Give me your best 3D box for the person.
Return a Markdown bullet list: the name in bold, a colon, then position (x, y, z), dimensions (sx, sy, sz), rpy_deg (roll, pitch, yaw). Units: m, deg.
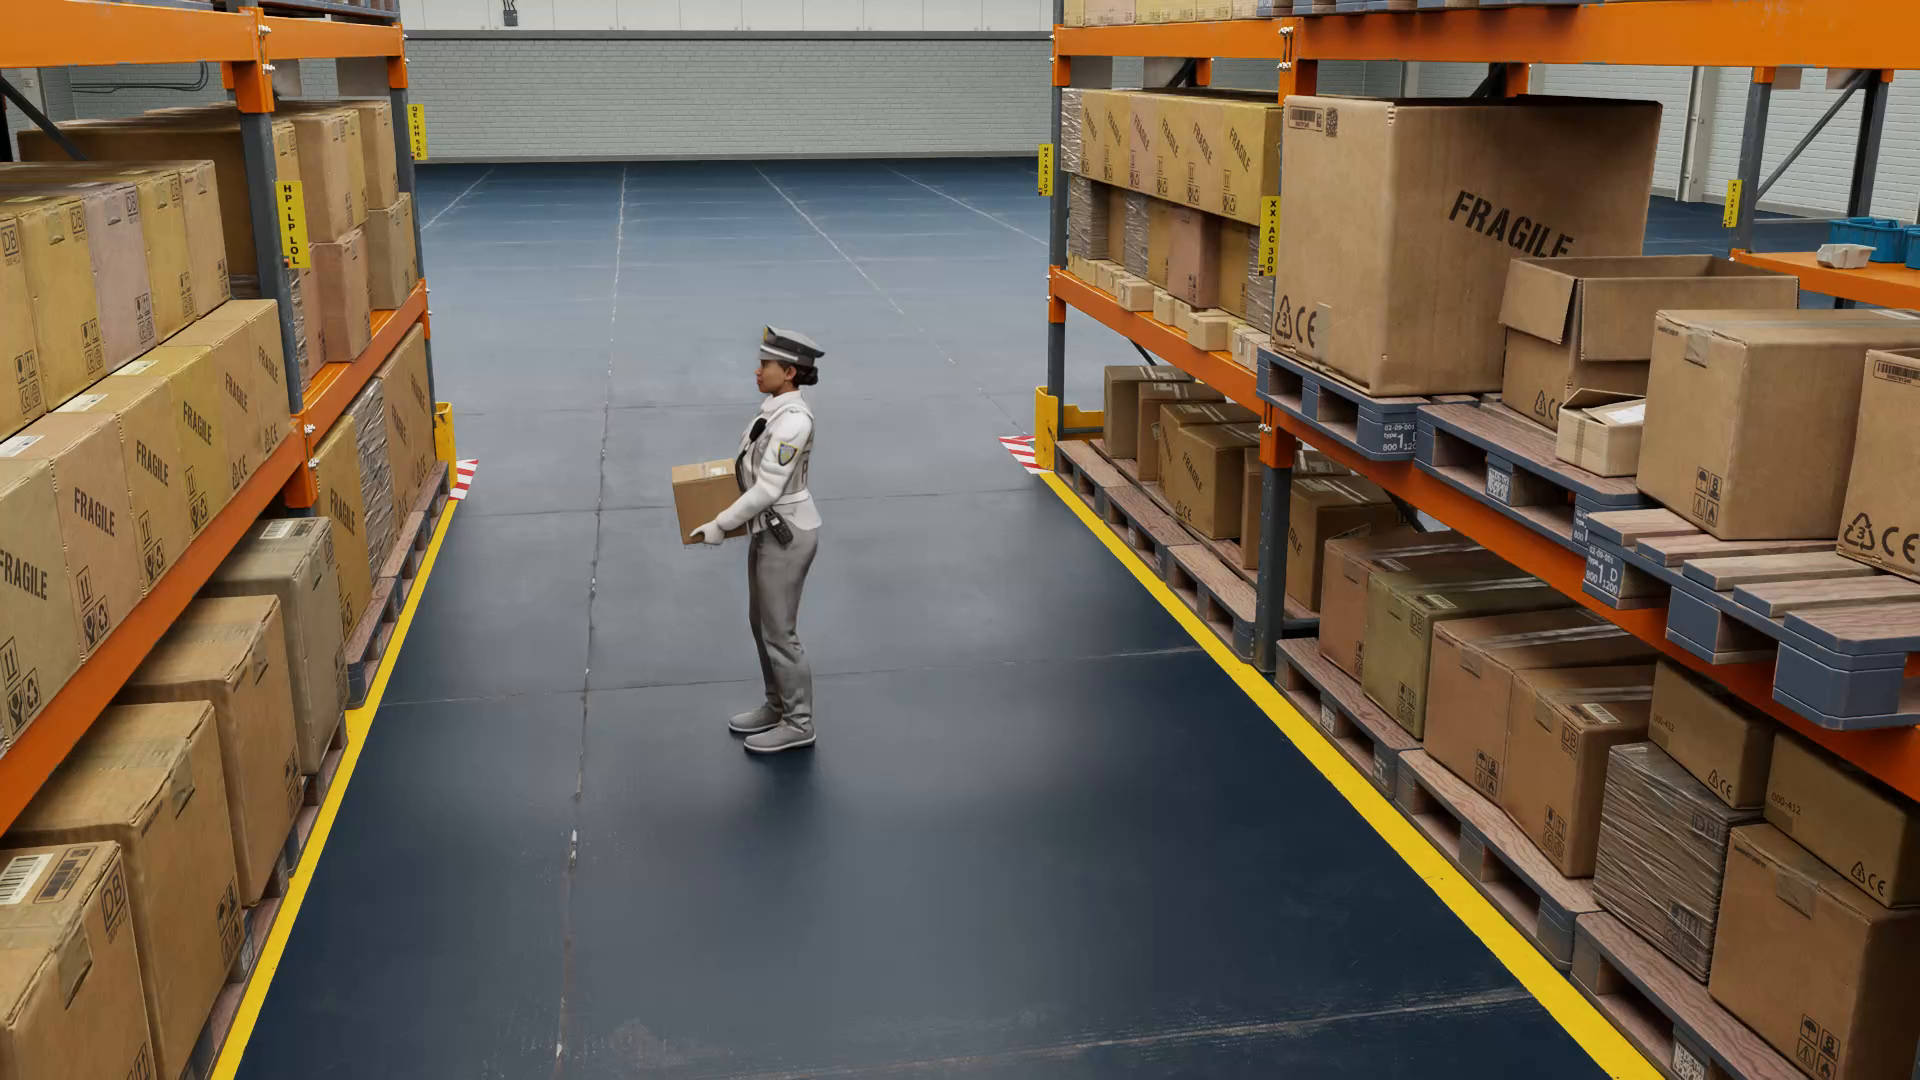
- **person**: position (-0.785, -0.040, 6.515), dimensions (0.543, 1.622, 0.361), rpy_deg (-3, 17, -10)
